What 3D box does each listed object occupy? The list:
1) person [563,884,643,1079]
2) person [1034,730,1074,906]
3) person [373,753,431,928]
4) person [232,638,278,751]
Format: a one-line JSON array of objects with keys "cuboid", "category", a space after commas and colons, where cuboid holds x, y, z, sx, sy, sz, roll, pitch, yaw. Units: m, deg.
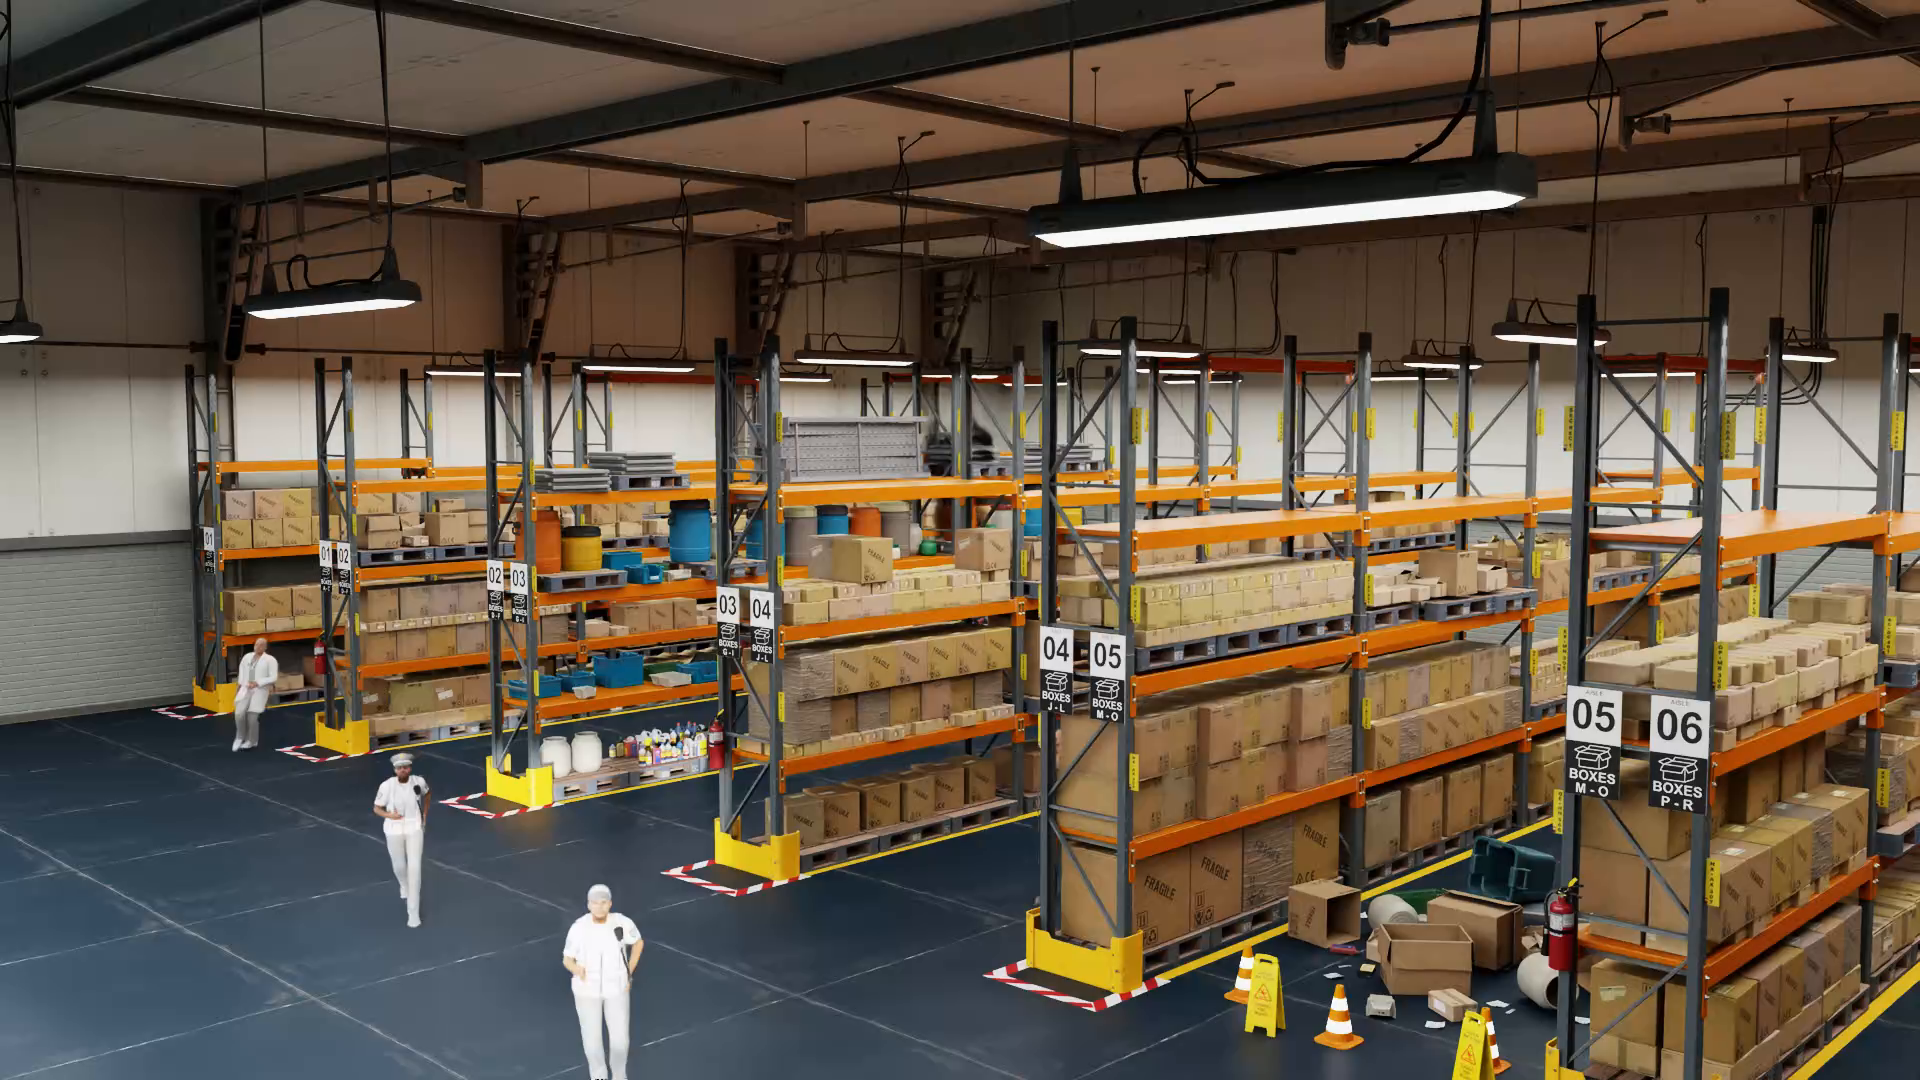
[{"cuboid": [-2.660, 3.394, 12.410, 0.591, 1.638, 0.576, -1, 4, -10], "category": "person"}, {"cuboid": [1.084, 2.915, 17.710, 0.694, 1.823, 0.876, 2, 5, 30], "category": "person"}, {"cuboid": [-5.730, 3.025, 17.101, 0.543, 1.743, 0.996, -1, 5, -14], "category": "person"}, {"cuboid": [-10.730, 2.349, 25.316, 0.695, 1.713, 0.682, 0, 4, -1], "category": "person"}]
